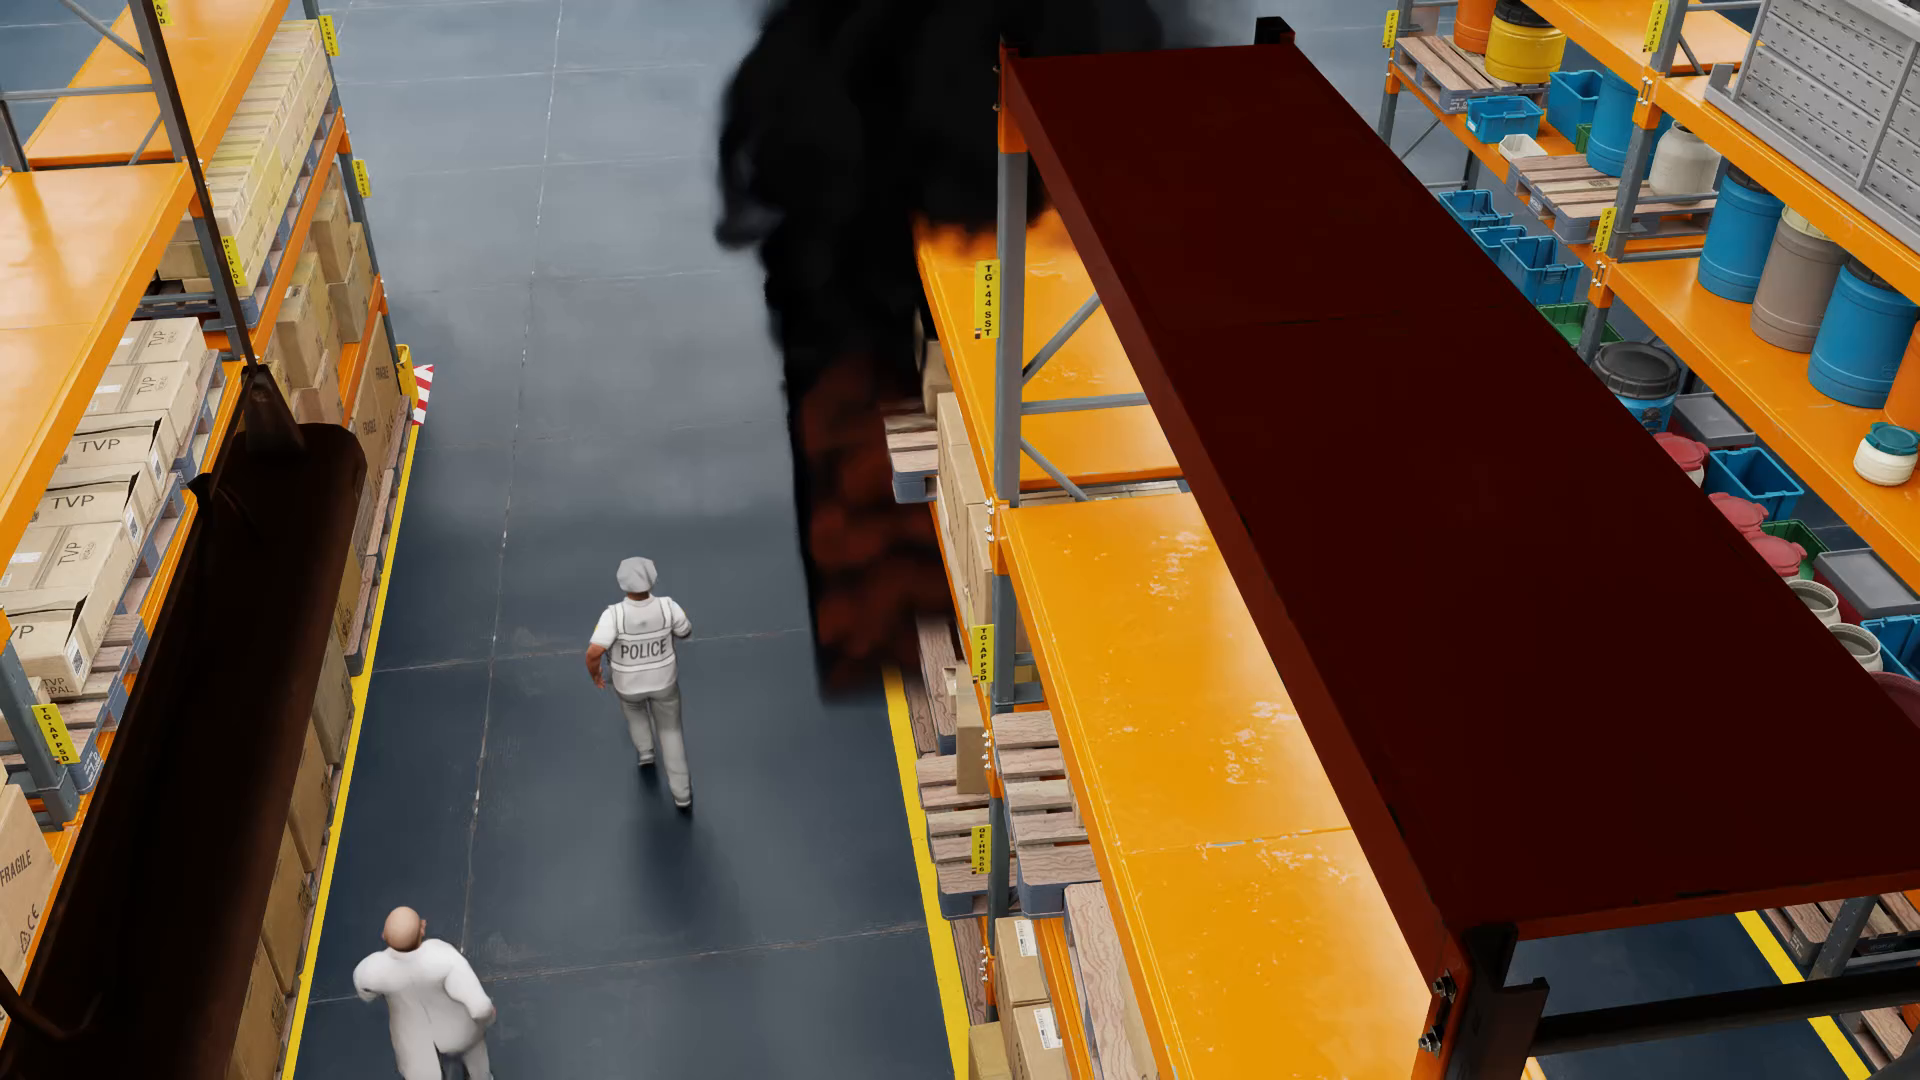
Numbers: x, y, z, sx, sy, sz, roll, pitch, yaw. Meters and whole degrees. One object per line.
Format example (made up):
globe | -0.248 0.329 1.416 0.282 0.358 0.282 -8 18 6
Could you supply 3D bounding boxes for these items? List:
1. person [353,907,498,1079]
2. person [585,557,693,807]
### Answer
person | -2.673 2.528 8.521 0.669 1.849 0.835 -9 37 -11
person | -2.039 0.896 10.749 0.674 1.808 0.896 -8 37 -10
